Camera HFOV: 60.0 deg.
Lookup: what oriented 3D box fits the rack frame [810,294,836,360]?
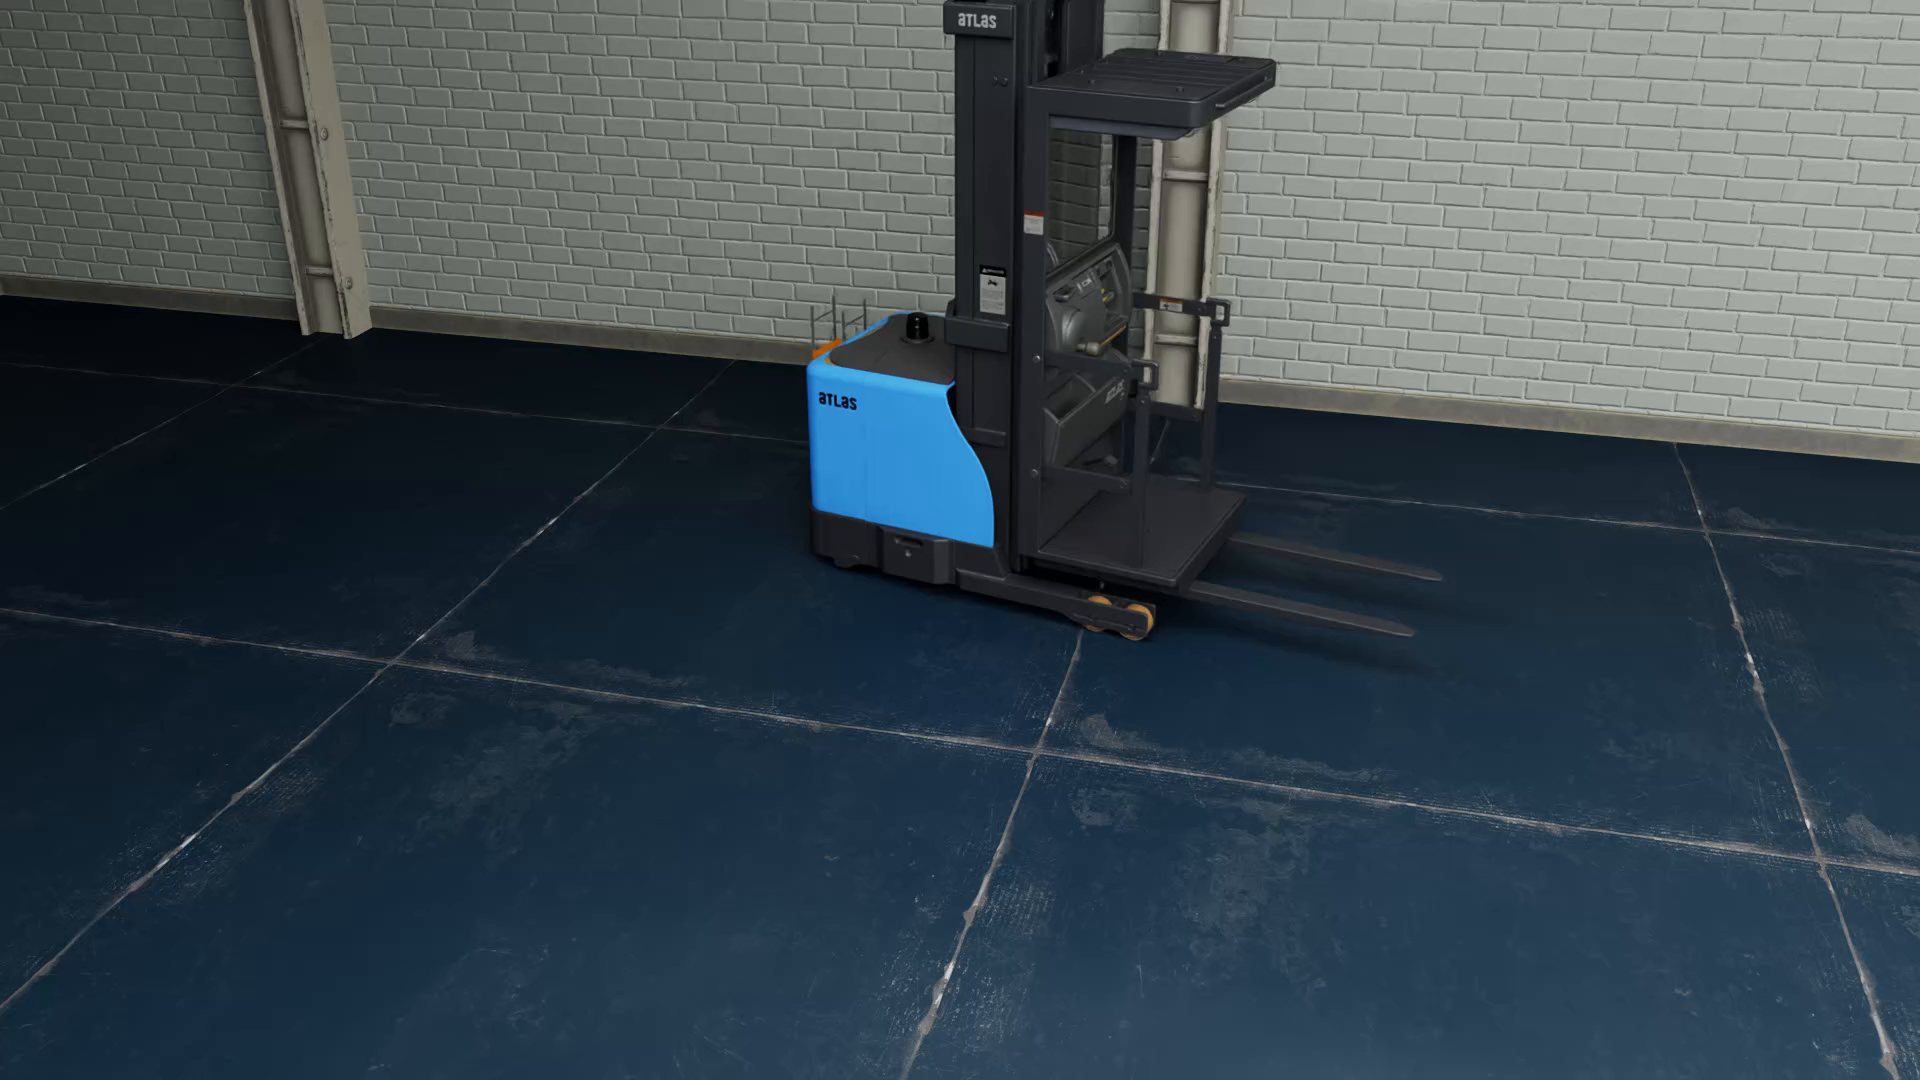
[{"bbox_3d":[-0.705,-0.690,8.804,0.006,1.200,0.240,12,28,24],"label":"rack frame"}]

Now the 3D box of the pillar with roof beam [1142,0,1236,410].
[{"bbox_3d":[0.287,-3.131,4.857,0.400,9.000,9.100,6,26,13],"label":"pillar with roof beam"}]

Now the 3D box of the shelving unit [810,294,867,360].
[{"bbox_3d":[-0.623,-0.673,8.768,0.189,1.200,0.258,12,28,24],"label":"shelving unit"}]

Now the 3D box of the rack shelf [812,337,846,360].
[{"bbox_3d":[-0.623,-0.958,8.632,0.180,0.103,0.258,12,28,24],"label":"rack shelf"}]

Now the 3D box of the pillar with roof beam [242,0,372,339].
[{"bbox_3d":[-5.524,-3.773,6.207,0.400,9.000,9.100,6,26,13],"label":"pillar with roof beam"}]

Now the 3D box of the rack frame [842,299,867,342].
[{"bbox_3d":[-0.541,-0.655,8.731,0.006,1.200,0.240,12,28,24],"label":"rack frame"}]

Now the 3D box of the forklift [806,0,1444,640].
[{"bbox_3d":[0.788,-1.116,7.684,3.031,2.935,1.130,12,28,24],"label":"forklift"}]
